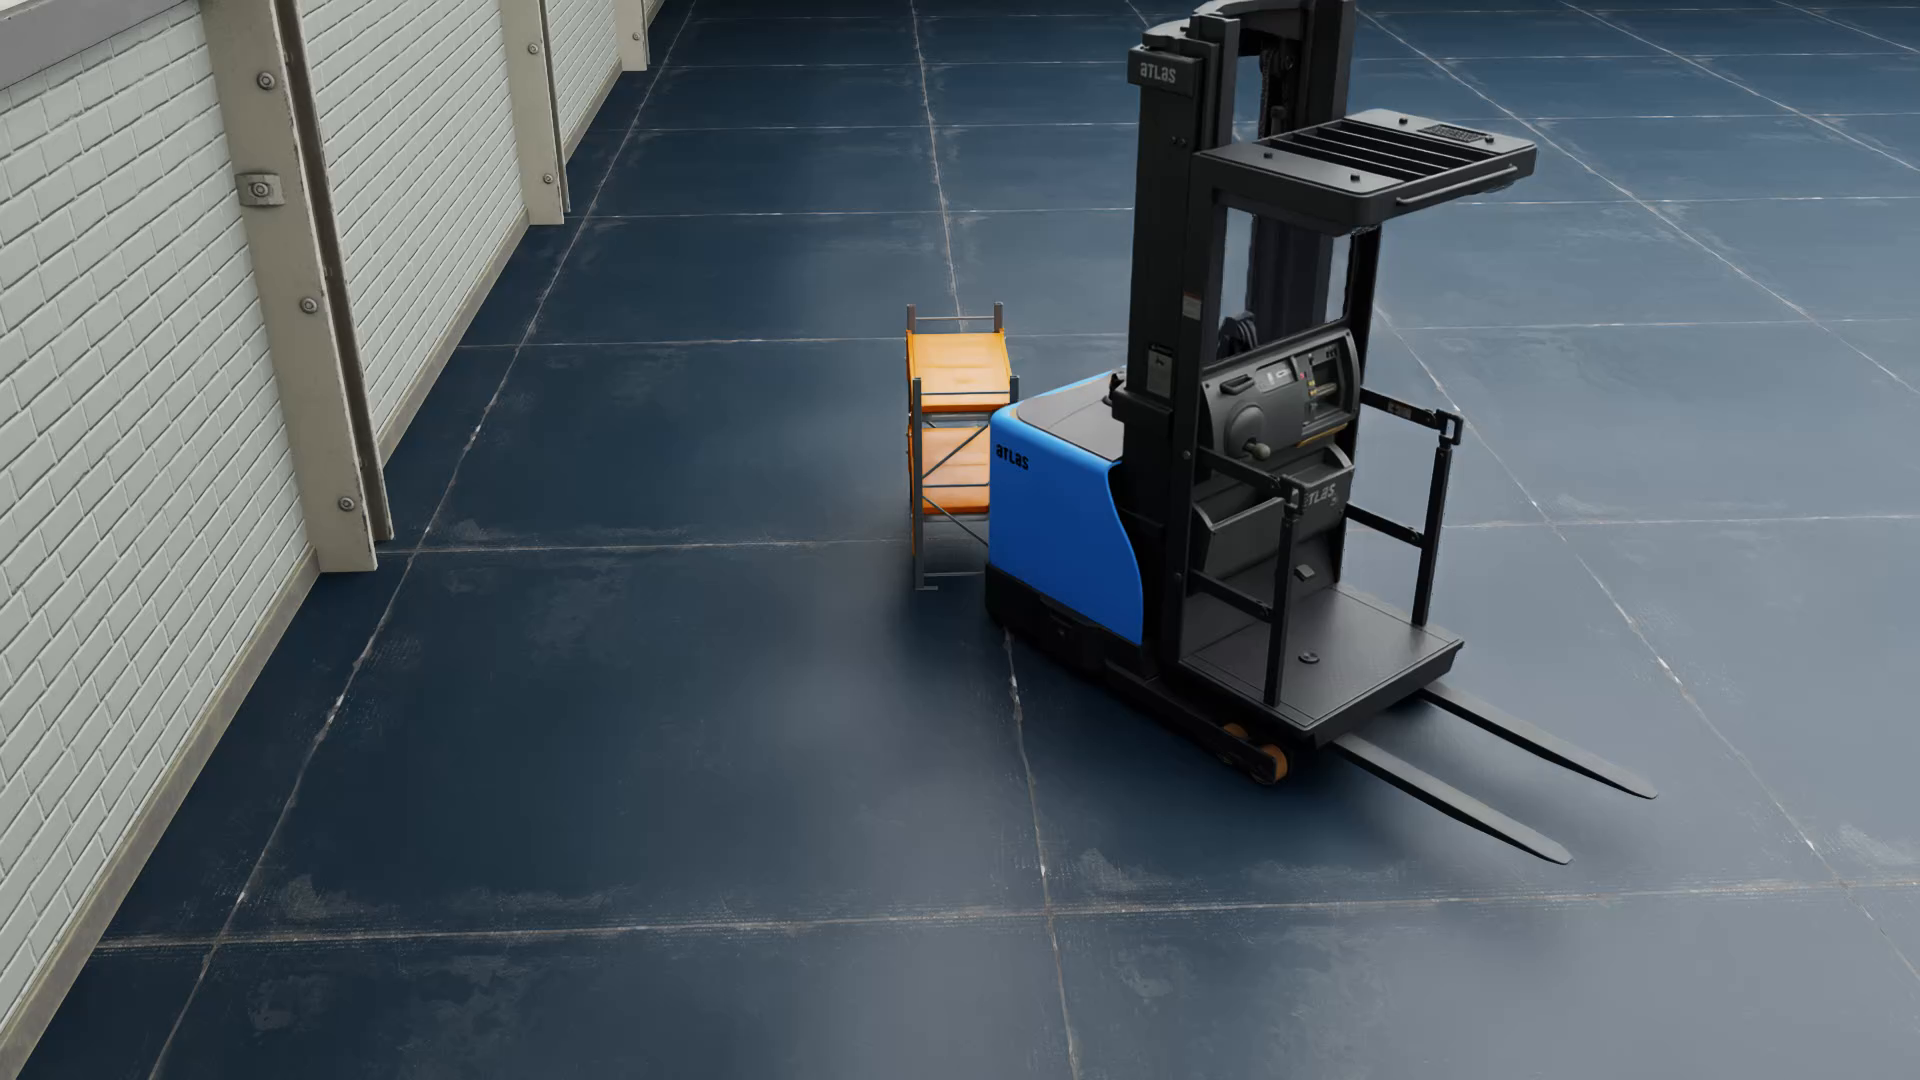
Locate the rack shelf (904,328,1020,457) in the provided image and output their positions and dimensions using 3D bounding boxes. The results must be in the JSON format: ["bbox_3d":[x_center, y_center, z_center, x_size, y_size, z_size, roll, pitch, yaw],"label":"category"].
[{"bbox_3d":[0.000,-0.755,8.349,0.538,0.278,1.000,-1,28,-3],"label":"rack shelf"}]

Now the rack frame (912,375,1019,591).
[{"bbox_3d":[0.027,-0.261,8.034,0.500,1.125,0.032,-1,28,-3],"label":"rack frame"}]

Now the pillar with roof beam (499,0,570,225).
[{"bbox_3d":[0.849,-6.796,12.049,9.100,9.000,0.400,-1,28,-3],"label":"pillar with roof beam"}]

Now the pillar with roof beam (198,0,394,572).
[{"bbox_3d":[1.162,-4.025,6.737,9.100,9.000,0.400,-1,28,-3],"label":"pillar with roof beam"}]

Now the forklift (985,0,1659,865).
[{"bbox_3d":[1.458,-0.560,6.654,1.130,2.935,3.031,-22,34,-35],"label":"forklift"}]

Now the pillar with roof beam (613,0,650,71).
[{"bbox_3d":[0.535,-9.567,17.362,9.100,9.000,0.400,-1,28,-3],"label":"pillar with roof beam"}]

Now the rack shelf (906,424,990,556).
[{"bbox_3d":[0.000,-0.279,8.597,0.538,0.278,1.000,-1,28,-3],"label":"rack shelf"}]

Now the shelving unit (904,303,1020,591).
[{"bbox_3d":[0.000,-0.496,8.484,0.538,1.125,1.048,-1,28,-3],"label":"shelving unit"}]

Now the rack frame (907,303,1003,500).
[{"bbox_3d":[-0.026,-0.730,8.934,0.500,1.125,0.032,-1,28,-3],"label":"rack frame"}]
